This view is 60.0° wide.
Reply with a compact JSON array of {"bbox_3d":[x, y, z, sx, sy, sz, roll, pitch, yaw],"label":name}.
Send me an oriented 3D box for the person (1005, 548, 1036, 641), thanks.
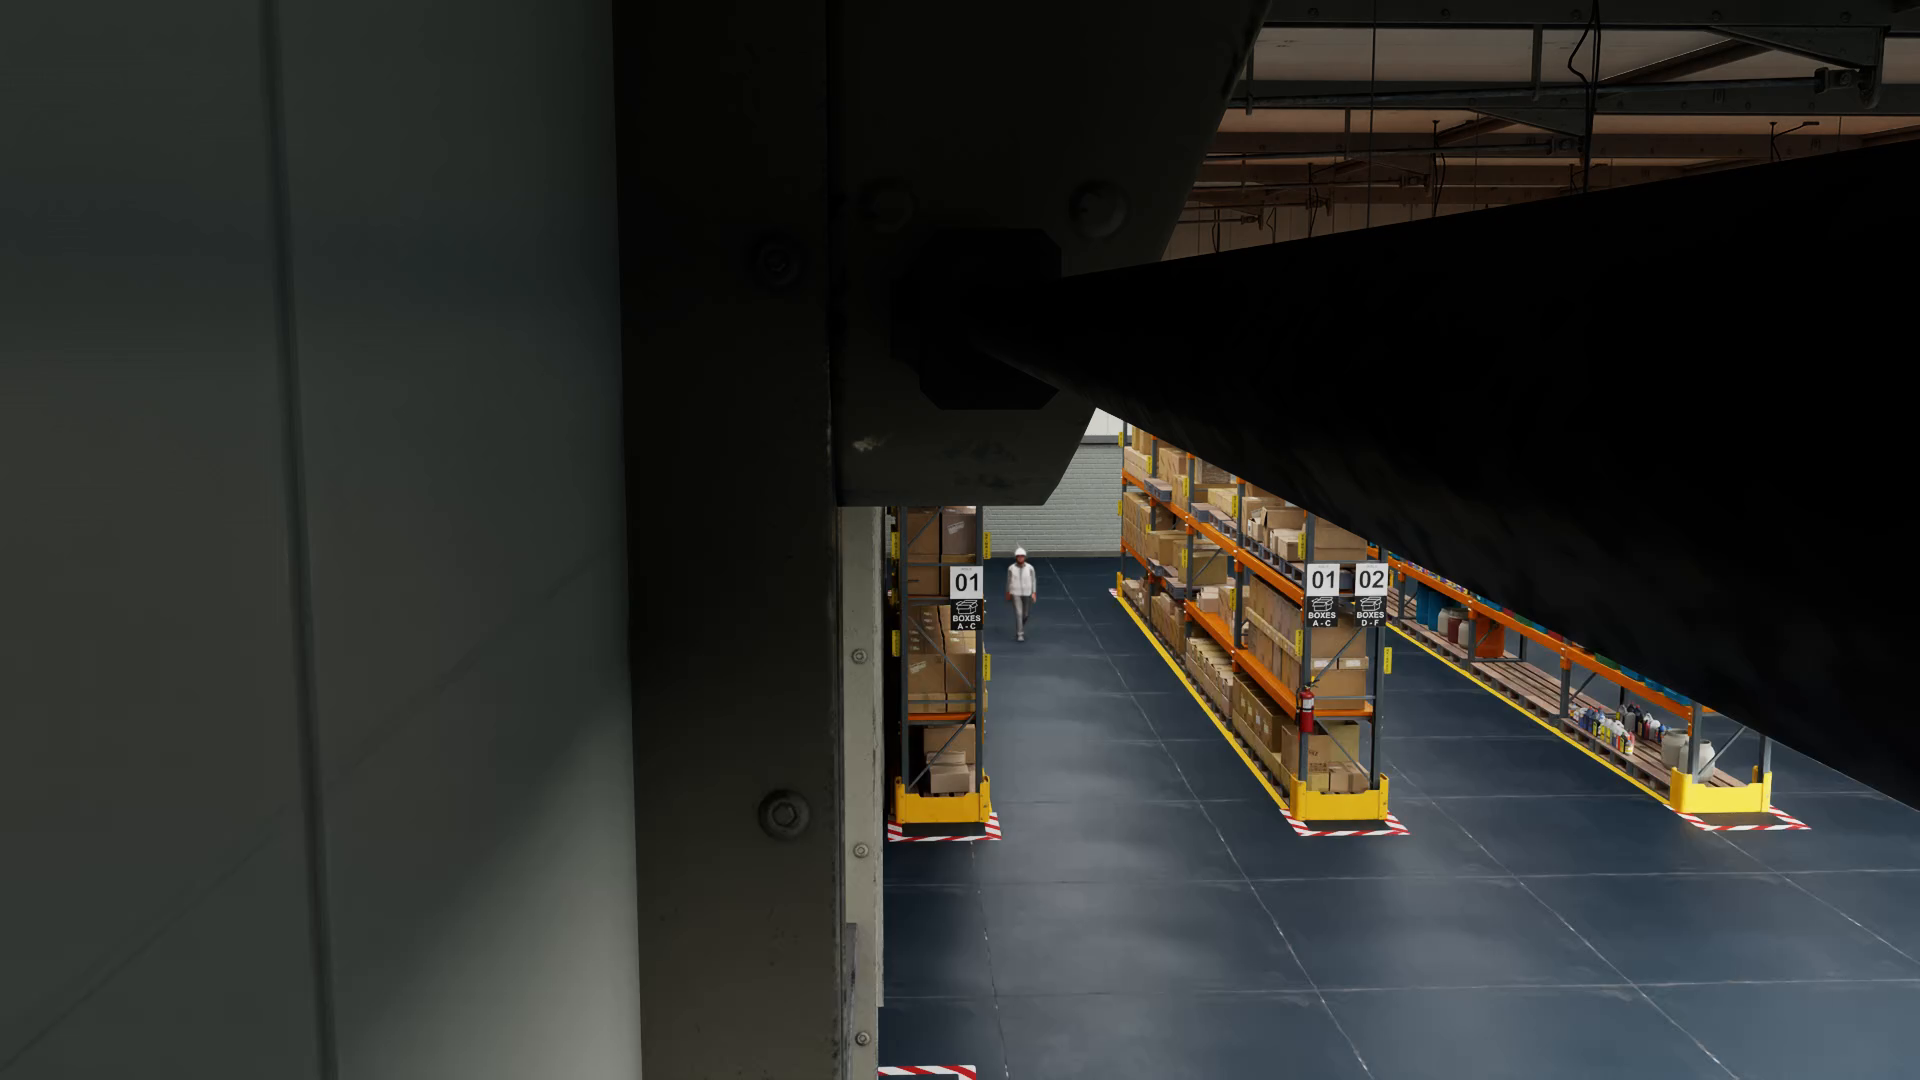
[{"bbox_3d":[1.176,0.995,31.719,0.553,1.679,0.948,-2,8,-13],"label":"person"}]
